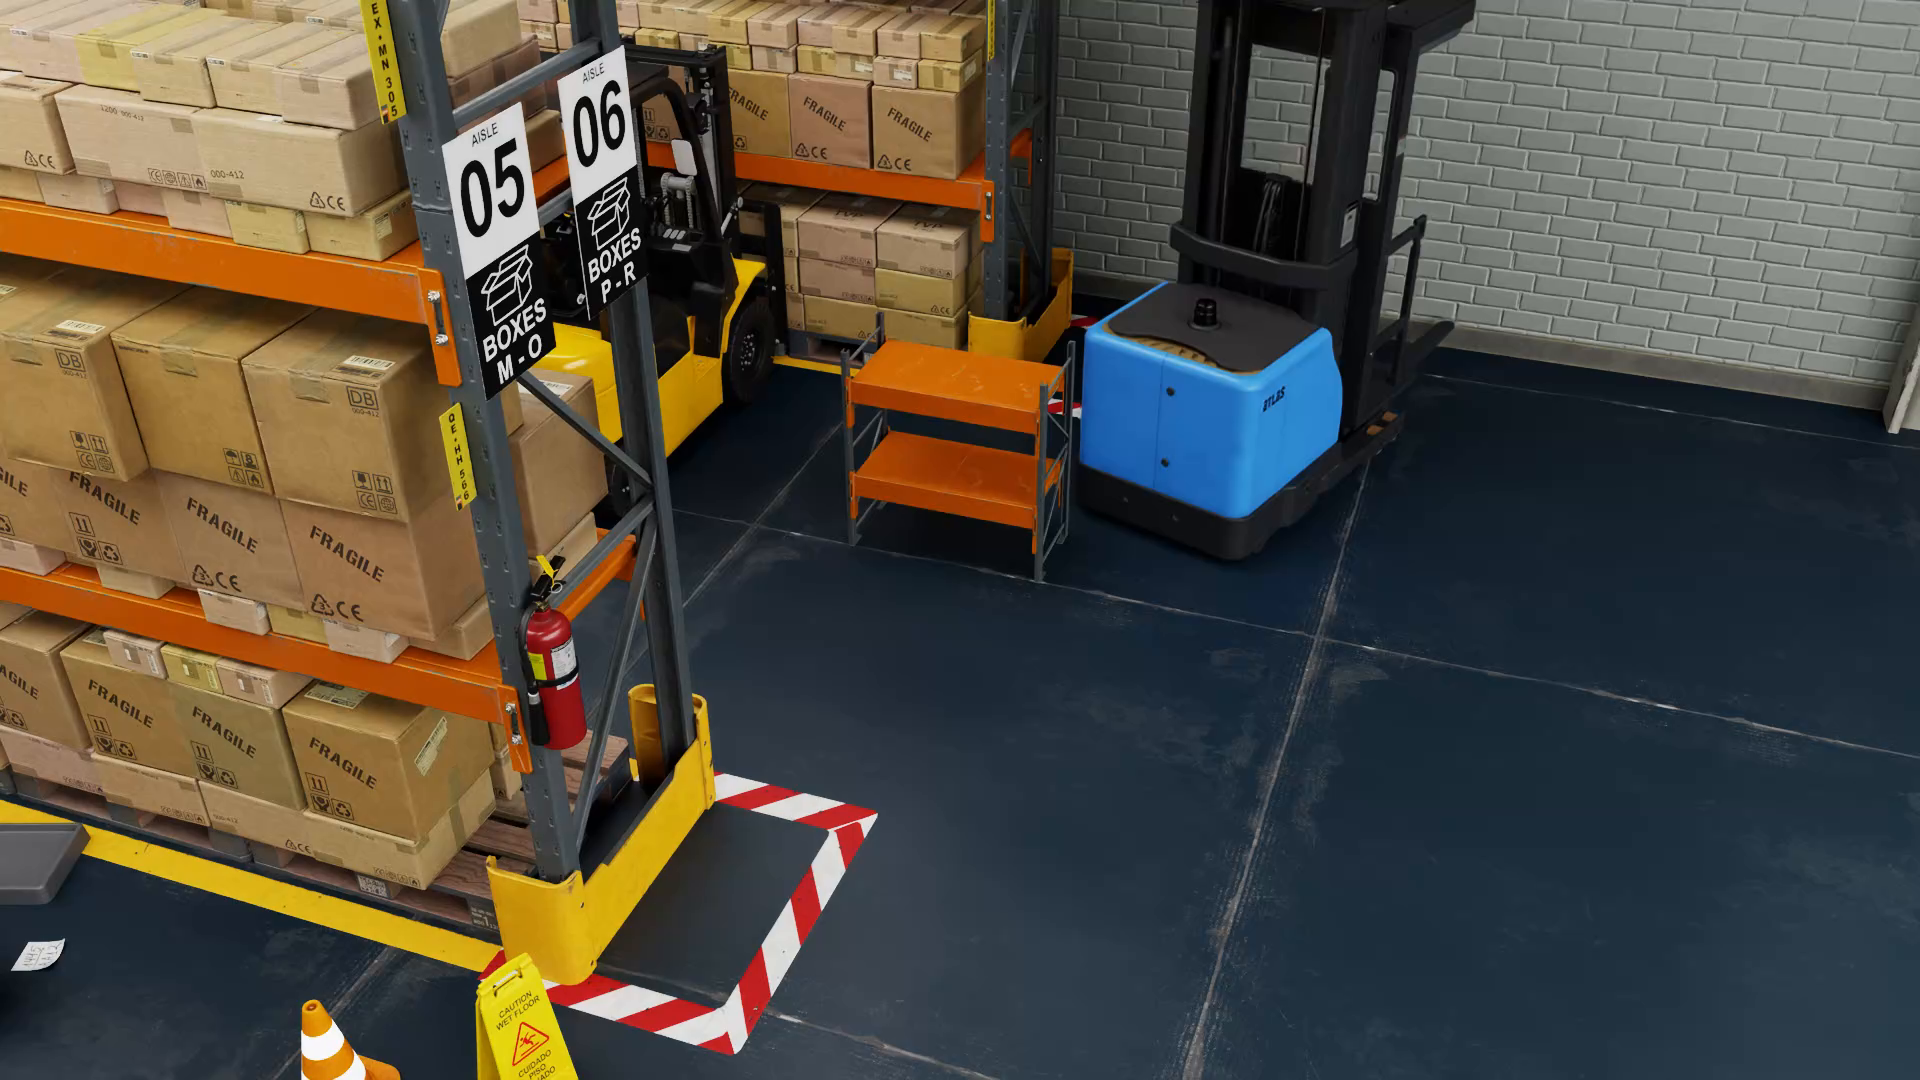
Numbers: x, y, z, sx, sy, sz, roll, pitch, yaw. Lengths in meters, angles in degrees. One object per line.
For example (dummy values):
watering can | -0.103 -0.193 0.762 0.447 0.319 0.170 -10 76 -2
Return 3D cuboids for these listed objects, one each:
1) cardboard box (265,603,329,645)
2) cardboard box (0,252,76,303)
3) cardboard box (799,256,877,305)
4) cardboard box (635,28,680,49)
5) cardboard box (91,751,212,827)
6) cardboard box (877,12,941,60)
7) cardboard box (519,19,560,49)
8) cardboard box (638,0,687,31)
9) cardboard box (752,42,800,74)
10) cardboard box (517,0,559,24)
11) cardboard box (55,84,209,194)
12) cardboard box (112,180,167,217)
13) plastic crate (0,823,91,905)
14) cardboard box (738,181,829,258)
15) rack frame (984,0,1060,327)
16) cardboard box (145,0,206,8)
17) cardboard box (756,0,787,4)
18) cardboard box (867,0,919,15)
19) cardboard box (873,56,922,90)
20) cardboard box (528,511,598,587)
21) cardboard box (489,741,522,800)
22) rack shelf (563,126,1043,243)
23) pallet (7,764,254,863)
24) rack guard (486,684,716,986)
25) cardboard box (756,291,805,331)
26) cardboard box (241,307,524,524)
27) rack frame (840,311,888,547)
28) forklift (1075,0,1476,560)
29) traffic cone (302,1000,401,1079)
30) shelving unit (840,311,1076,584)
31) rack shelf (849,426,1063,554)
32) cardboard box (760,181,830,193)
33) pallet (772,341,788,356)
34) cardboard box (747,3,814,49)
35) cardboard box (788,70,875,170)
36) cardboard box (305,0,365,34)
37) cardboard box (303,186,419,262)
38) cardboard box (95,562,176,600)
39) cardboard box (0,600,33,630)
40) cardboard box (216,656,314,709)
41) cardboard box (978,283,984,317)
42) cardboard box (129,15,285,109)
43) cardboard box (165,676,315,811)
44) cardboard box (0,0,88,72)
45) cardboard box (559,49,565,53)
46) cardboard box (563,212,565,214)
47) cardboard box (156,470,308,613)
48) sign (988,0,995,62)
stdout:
cardboard box | -2.239 0.190 5.922 0.250 0.149 0.380 10 34 16
cardboard box | -3.271 -0.778 5.901 0.500 0.500 0.700 11 34 16
cardboard box | -0.666 -1.702 10.308 0.500 0.250 0.500 11 34 16
cardboard box | -1.739 -3.005 9.949 0.250 0.149 0.380 10 34 15
cardboard box | -3.136 0.867 6.789 0.500 0.250 0.500 10 34 15
cardboard box | -0.285 -2.871 9.467 0.250 0.149 0.380 11 34 17
cardboard box | -2.482 -3.135 10.150 0.250 0.149 0.380 12 35 18
cardboard box | -1.719 -3.174 9.936 0.250 0.149 0.380 11 34 17
cardboard box | -1.026 -2.865 9.732 0.250 0.149 0.380 10 34 15
cardboard box | -2.472 -3.263 10.073 0.250 0.149 0.380 12 35 18
cardboard box | -2.346 -1.287 5.076 0.500 0.250 0.500 11 34 16
cardboard box | -2.435 -1.161 5.249 0.250 0.149 0.380 11 35 17
plastic crate | -3.869 1.292 6.676 0.583 0.080 0.402 0 33 0
cardboard box | -1.134 -1.988 10.290 0.500 0.250 0.500 11 35 17
rack frame | 0.366 -2.444 9.770 0.127 3.000 1.000 11 34 16
cardboard box | -2.504 -1.763 5.447 0.250 0.149 0.380 11 34 16
cardboard box | -1.064 -3.347 10.204 0.250 0.149 0.380 10 34 15
cardboard box | -0.366 -3.160 9.915 0.250 0.149 0.380 12 35 17
cardboard box | -0.305 -2.711 9.493 0.250 0.149 0.380 12 35 17
cardboard box | -1.555 0.029 6.172 0.250 0.149 0.380 11 34 17
cardboard box | -1.971 0.781 6.923 0.500 0.250 0.500 11 34 16
rack shelf | -1.517 -2.508 10.532 4.000 0.370 1.077 11 34 16
pallet | -3.274 0.858 7.227 1.213 0.211 1.003 11 34 16
rack guard | -1.376 1.127 6.543 0.348 0.500 1.175 11 34 16
cardboard box | -1.116 -1.582 10.583 0.500 0.250 0.500 11 35 17
cardboard box | -1.859 -0.478 5.437 0.500 0.500 0.700 10 34 15
rack frame | -0.485 -0.567 8.591 0.032 1.125 0.500 11 34 16
forklift | 1.920 -1.870 8.944 1.130 2.935 3.031 23 39 31
traffic cone | -2.145 1.737 5.633 0.334 0.463 0.336 11 34 16
shelving unit | -0.006 -0.474 8.447 1.048 1.125 0.538 11 34 16
rack shelf | -0.006 -0.268 8.579 1.000 0.278 0.538 11 34 16
cardboard box | -0.961 -2.257 10.706 0.500 0.250 0.500 11 34 16
pallet | -1.512 -1.616 11.057 1.213 0.211 1.003 11 34 16
cardboard box | -1.032 -2.980 9.635 0.250 0.149 0.380 12 35 18
cardboard box | -0.671 -2.542 9.829 0.500 0.500 0.500 12 35 18
cardboard box | -1.813 -1.606 5.203 0.250 0.149 0.380 11 34 16
cardboard box | -1.735 -0.986 4.978 0.250 0.149 0.380 11 34 17
cardboard box | -2.957 0.039 6.156 0.250 0.149 0.380 11 34 16
cardboard box | -3.770 0.190 6.548 0.250 0.149 0.380 13 35 19
cardboard box | -2.515 0.436 6.168 0.250 0.149 0.380 12 35 18
cardboard box | -0.030 -1.655 10.696 0.500 0.250 0.500 11 34 17
cardboard box | -2.199 -1.414 4.906 0.250 0.149 0.380 11 34 16
cardboard box | -2.639 0.647 6.438 0.500 0.500 0.500 12 35 18
cardboard box | -2.886 -1.596 5.188 0.250 0.149 0.380 10 34 15
cardboard box | -2.097 -2.825 10.268 0.500 0.500 0.500 11 34 16
cardboard box | -2.572 -2.270 10.727 0.500 0.250 0.500 11 34 17
cardboard box | -2.379 -0.129 5.817 0.500 0.500 0.500 11 34 17
sign | 0.170 -2.756 8.967 0.005 0.325 0.100 11 34 16
